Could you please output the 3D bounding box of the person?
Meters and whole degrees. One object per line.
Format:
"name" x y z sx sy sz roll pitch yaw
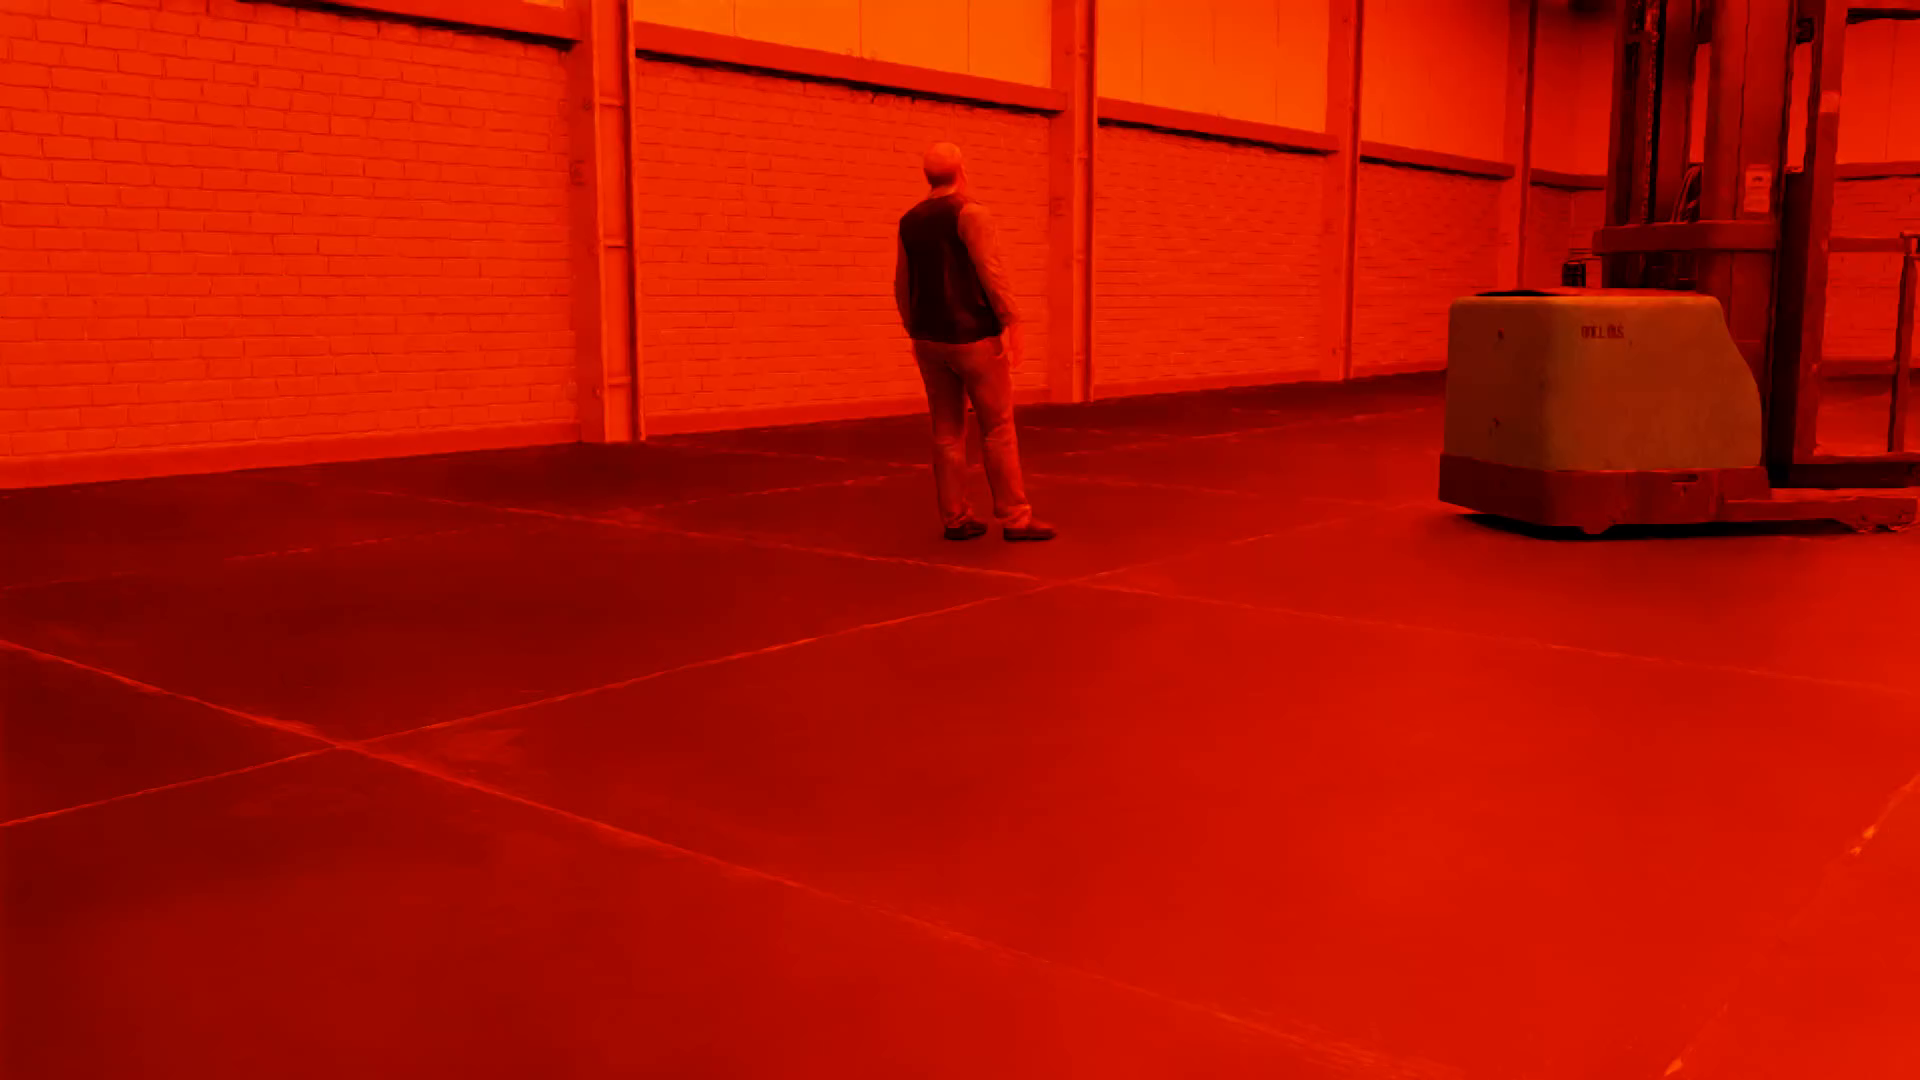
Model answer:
"person" 0.046 -0.865 7.322 0.632 1.720 0.567 7 11 38

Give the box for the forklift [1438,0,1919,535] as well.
"forklift" 3.941 -1.557 7.921 3.031 2.935 1.130 -2 9 -12
